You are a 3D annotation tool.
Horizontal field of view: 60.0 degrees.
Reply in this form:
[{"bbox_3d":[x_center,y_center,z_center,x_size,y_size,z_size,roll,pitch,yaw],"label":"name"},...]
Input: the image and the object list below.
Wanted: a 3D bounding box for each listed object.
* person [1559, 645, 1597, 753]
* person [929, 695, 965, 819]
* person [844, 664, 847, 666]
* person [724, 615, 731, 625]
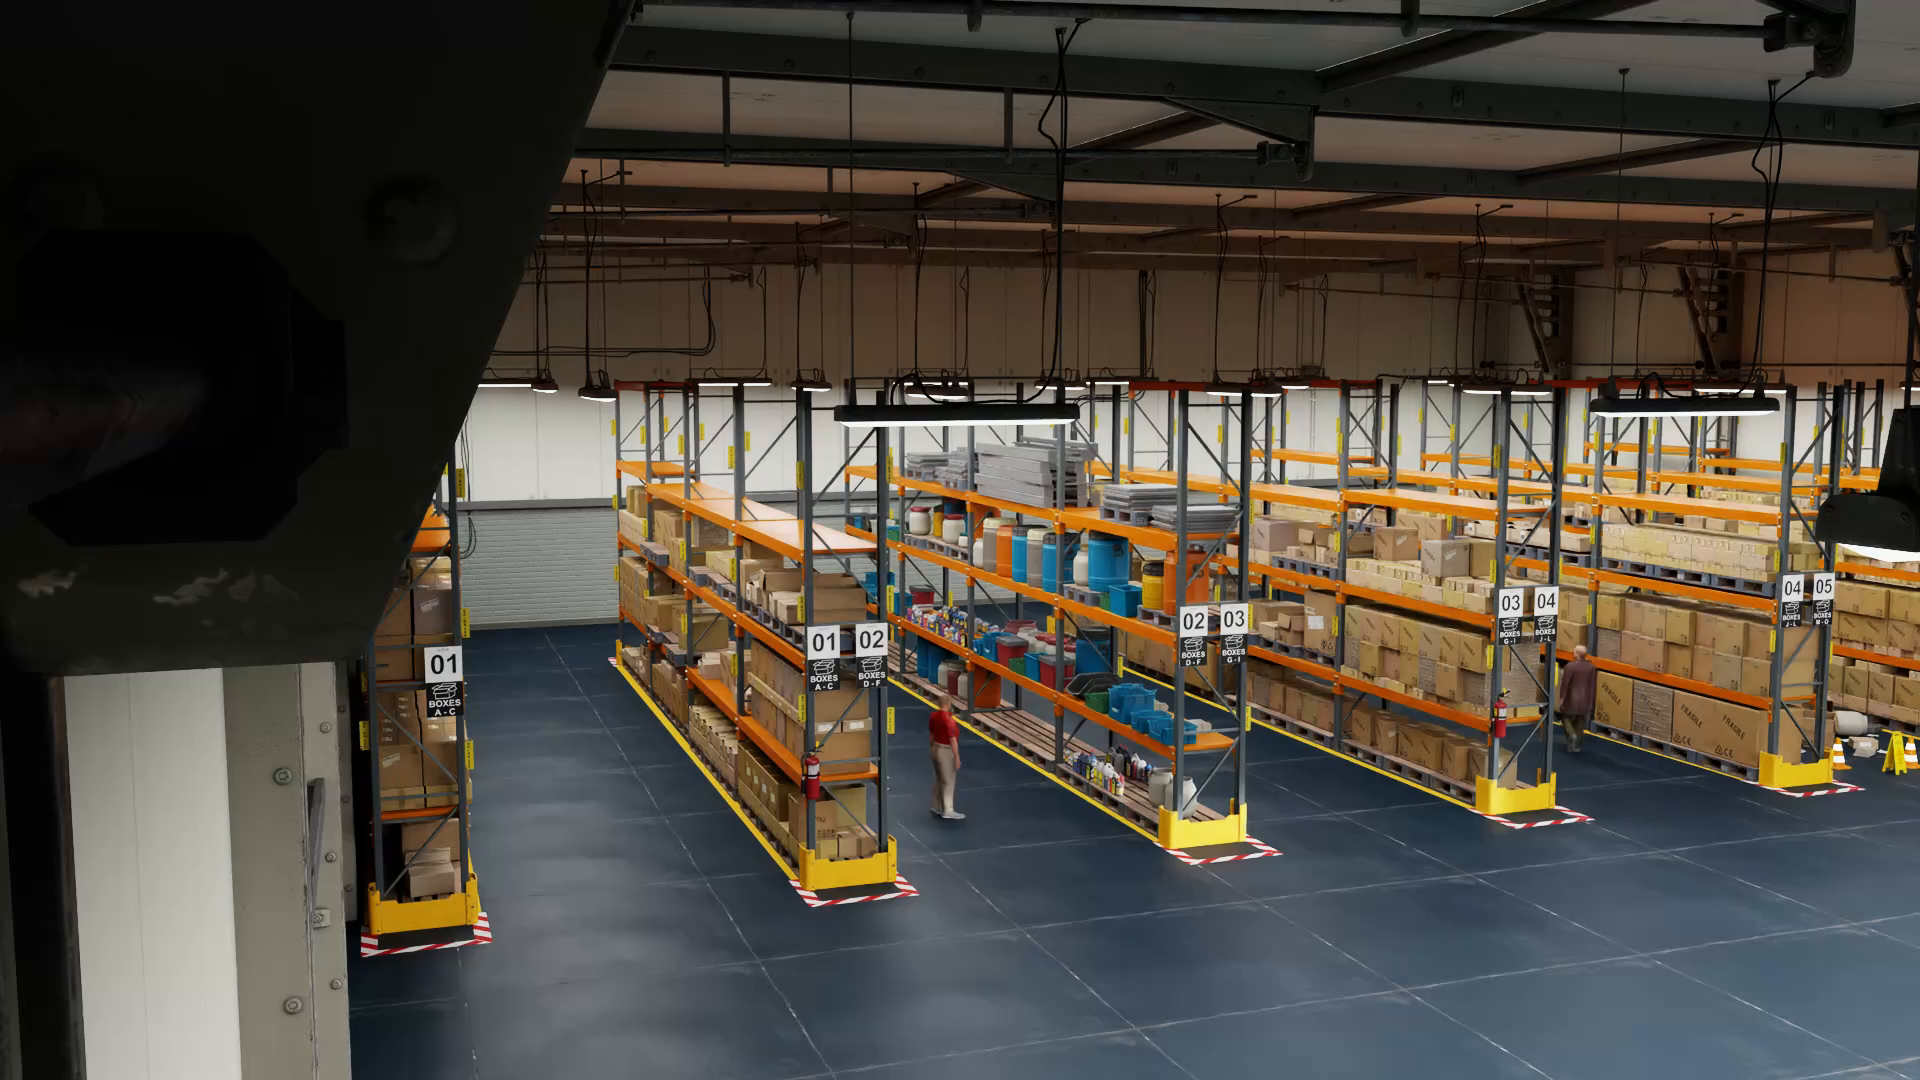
[{"bbox_3d":[10.024,2.592,26.980,0.579,1.760,0.779,2,6,14],"label":"person"},{"bbox_3d":[-0.189,3.063,23.262,0.391,1.823,0.595,-3,7,-28],"label":"person"},{"bbox_3d":[-2.074,2.528,28.555,0.567,1.566,0.564,-1,6,-6],"label":"person"},{"bbox_3d":[-5.291,1.269,40.031,0.792,1.648,0.512,1,6,6],"label":"person"}]
